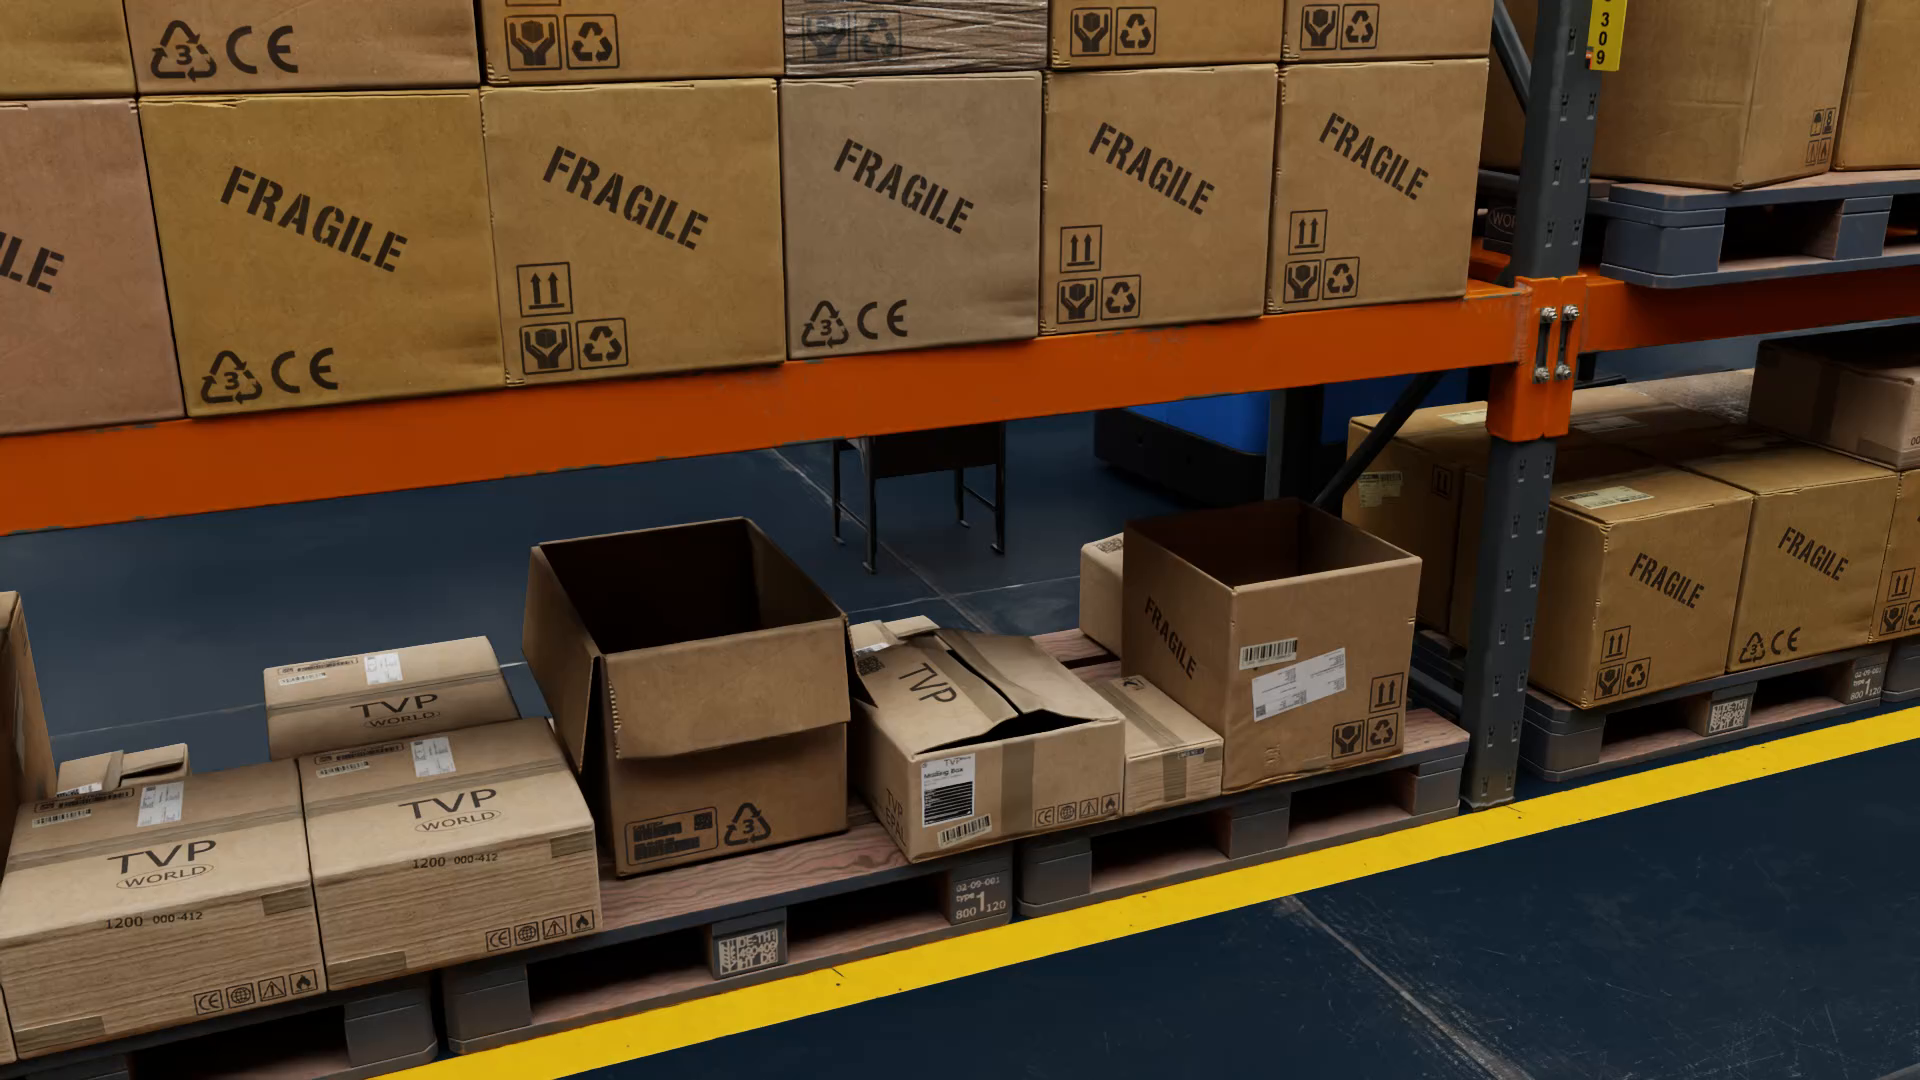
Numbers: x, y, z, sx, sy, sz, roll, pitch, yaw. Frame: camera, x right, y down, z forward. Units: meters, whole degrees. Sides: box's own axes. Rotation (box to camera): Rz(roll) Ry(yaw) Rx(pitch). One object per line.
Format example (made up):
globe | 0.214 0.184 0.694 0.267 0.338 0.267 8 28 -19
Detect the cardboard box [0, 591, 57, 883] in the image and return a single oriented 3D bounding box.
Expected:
cardboard box | -2.143 0.450 3.330 0.500 0.500 0.500 -8 21 -22

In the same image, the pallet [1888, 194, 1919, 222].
pallet | 3.017 -1.080 4.861 1.213 0.211 1.003 -8 21 -22

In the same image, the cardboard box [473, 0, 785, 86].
cardboard box | -0.628 -1.074 2.901 0.500 0.500 0.500 -8 21 -22

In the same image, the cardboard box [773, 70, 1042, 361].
cardboard box | -0.173 -0.668 3.252 0.500 0.500 0.500 -8 21 -21

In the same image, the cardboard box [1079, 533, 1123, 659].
cardboard box | 0.657 0.149 4.469 0.500 0.311 0.500 -8 21 -22

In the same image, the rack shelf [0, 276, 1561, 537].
rack shelf | -0.708 -0.299 3.438 4.000 0.370 1.077 -8 21 -22

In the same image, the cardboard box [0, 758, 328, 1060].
cardboard box | -1.474 0.663 3.099 0.500 0.250 0.500 -8 21 -22

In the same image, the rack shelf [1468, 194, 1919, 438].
rack shelf | 2.965 -0.825 4.932 4.000 0.370 1.077 -8 21 -22

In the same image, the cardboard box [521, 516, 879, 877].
cardboard box | -0.595 0.317 3.701 0.637 0.503 0.797 -8 21 -22

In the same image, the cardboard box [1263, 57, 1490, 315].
cardboard box | 0.771 -0.805 3.640 0.500 0.500 0.500 -8 21 -21

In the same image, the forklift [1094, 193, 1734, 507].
forklift | 2.071 -1.789 6.690 3.031 2.935 1.130 -12 22 -30

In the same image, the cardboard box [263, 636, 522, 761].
cardboard box | -1.259 0.452 3.700 0.500 0.250 0.500 -8 21 -22

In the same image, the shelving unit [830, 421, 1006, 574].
shelving unit | -0.152 -0.969 5.611 0.503 2.100 0.431 -8 21 -22

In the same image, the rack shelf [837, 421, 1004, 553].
rack shelf | -0.152 -0.295 5.848 0.480 0.518 0.431 -8 21 -22

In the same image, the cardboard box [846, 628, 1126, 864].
cardboard box | 0.029 0.419 3.700 0.500 0.311 0.500 -8 21 -22

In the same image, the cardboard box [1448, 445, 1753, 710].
cardboard box | 1.669 0.081 4.377 0.500 0.500 0.500 -9 21 -24

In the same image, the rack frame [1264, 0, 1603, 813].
rack frame | 1.128 -0.901 4.065 0.127 3.000 1.000 -8 21 -22

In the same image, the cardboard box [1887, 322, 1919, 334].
cardboard box | 3.048 -0.471 4.814 0.500 0.250 0.500 -9 21 -23

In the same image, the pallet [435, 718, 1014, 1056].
pallet | -0.624 0.666 3.813 1.213 0.211 1.003 -8 21 -22

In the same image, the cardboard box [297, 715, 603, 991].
cardboard box | -1.015 0.598 3.286 0.500 0.250 0.500 -8 21 -22

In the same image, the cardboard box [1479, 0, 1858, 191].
cardboard box | 1.652 -1.141 3.962 0.500 0.500 0.700 -17 26 -40

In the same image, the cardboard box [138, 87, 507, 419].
cardboard box | -1.099 -0.535 2.874 0.500 0.500 0.500 -8 21 -22

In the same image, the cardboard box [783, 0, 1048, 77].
cardboard box | -0.165 -1.140 3.088 0.500 0.500 0.500 -8 21 -21

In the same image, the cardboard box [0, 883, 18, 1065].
cardboard box | -1.794 0.771 2.921 0.250 0.166 0.380 -8 21 -22

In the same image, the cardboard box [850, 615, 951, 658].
cardboard box | -0.133 0.334 4.162 0.250 0.166 0.380 -8 21 -22

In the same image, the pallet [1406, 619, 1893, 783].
pallet | 1.860 0.295 4.865 1.213 0.211 1.003 -8 21 -22

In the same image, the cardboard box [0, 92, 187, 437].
cardboard box | -1.561 -0.470 2.689 0.500 0.500 0.500 -8 21 -22

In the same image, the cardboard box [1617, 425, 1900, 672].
cardboard box | 2.154 0.007 4.586 0.500 0.500 0.500 -8 21 -21

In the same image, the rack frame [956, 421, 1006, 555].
rack frame | 0.072 -1.001 5.703 0.015 2.100 0.400 -8 21 -22

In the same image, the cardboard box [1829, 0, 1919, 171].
cardboard box | 2.258 -1.251 4.274 0.500 0.500 0.700 -5 20 -13

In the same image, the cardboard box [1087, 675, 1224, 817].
cardboard box | 0.397 0.465 3.815 0.250 0.149 0.380 -8 21 -22

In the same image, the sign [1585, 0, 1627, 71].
sign | 1.350 -1.145 3.455 0.005 0.325 0.100 -8 21 -22

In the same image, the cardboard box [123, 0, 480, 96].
cardboard box | -1.094 -1.007 2.710 0.500 0.500 0.500 -8 21 -21

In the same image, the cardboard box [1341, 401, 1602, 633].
cardboard box | 1.468 -0.082 4.840 0.500 0.500 0.500 -8 21 -22

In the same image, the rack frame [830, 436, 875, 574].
rack frame | -0.376 -0.937 5.520 0.015 2.100 0.400 -8 21 -22

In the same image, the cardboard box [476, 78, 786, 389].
cardboard box | -0.639 -0.600 3.059 0.500 0.500 0.500 -8 21 -21

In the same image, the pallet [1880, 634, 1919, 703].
pallet | 2.982 0.134 5.325 1.213 0.211 1.003 -8 21 -22

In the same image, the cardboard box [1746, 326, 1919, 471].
cardboard box | 2.587 -0.404 4.626 0.500 0.250 0.500 -8 21 -22

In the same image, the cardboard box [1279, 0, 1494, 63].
cardboard box | 0.767 -1.275 3.470 0.500 0.500 0.500 -8 21 -22

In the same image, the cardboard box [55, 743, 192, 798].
cardboard box | -1.735 0.581 3.458 0.250 0.166 0.380 -8 21 -22

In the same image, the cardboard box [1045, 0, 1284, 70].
cardboard box | 0.297 -1.206 3.276 0.500 0.500 0.500 -9 21 -23

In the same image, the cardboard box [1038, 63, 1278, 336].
cardboard box | 0.298 -0.736 3.446 0.500 0.500 0.500 -8 21 -20

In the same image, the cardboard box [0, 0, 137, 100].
cardboard box | -1.556 -0.943 2.528 0.500 0.500 0.500 -8 21 -21

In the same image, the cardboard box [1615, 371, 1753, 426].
cardboard box | 2.386 -0.210 5.205 0.500 0.500 0.500 -8 21 -21

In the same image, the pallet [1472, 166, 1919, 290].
pallet | 1.905 -0.883 4.301 1.213 0.211 1.003 -8 21 -22

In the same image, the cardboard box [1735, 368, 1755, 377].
cardboard box | 2.852 -0.278 5.396 0.500 0.500 0.500 -9 21 -24

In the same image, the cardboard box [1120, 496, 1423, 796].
cardboard box | 0.718 0.232 3.949 0.500 0.500 0.500 -8 21 -22

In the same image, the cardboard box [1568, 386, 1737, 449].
cardboard box | 1.925 -0.145 5.018 0.500 0.500 0.500 -8 21 -22

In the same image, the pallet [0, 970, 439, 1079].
pallet | -1.743 0.825 3.361 1.213 0.211 1.003 -8 21 -22

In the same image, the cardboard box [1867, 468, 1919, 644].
cardboard box | 2.616 -0.056 4.766 0.500 0.500 0.500 -8 21 -21

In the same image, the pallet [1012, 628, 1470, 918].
pallet | 0.497 0.504 4.273 1.213 0.211 1.003 -8 21 -22
